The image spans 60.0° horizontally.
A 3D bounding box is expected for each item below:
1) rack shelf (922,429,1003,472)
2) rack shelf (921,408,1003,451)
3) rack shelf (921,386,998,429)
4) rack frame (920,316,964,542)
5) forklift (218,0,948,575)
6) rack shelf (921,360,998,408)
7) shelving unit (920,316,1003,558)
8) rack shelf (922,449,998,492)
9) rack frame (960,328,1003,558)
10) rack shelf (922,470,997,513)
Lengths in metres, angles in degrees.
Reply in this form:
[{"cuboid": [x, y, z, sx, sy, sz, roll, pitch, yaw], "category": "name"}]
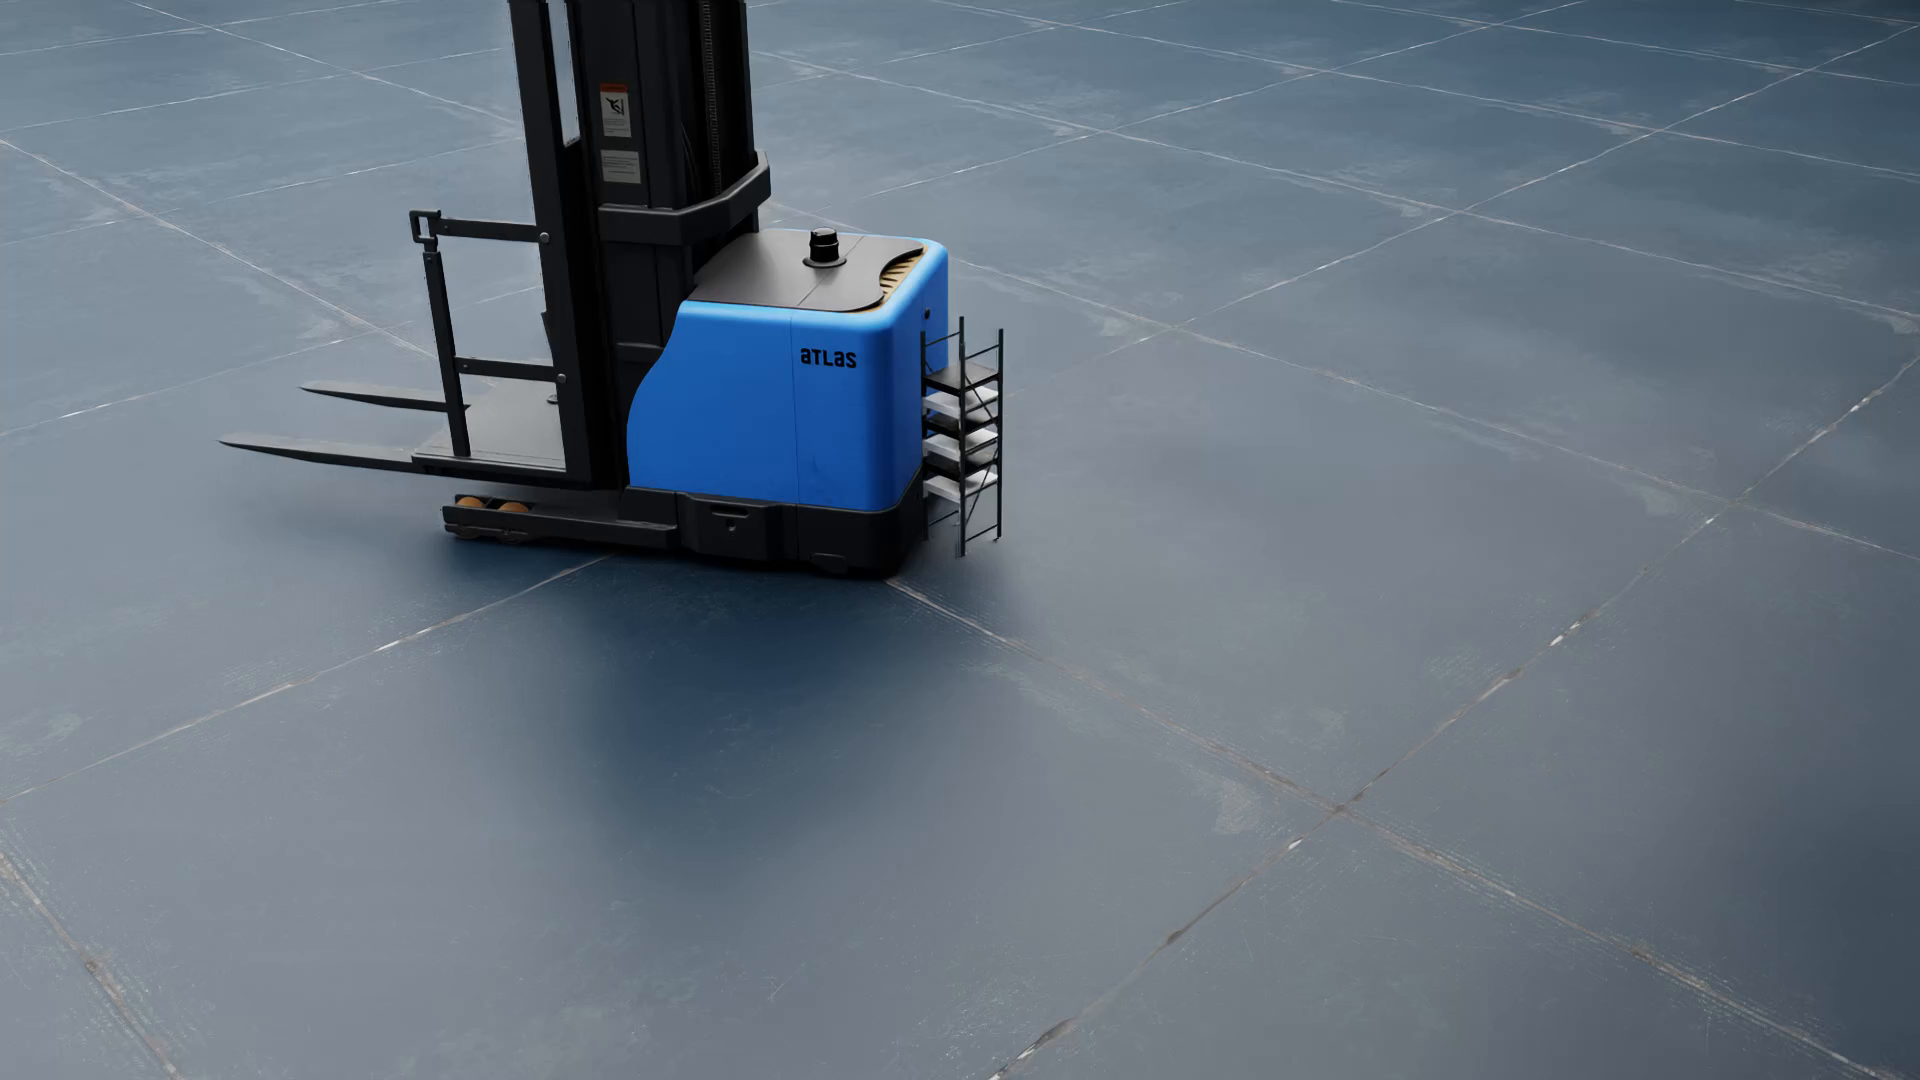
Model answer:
[{"cuboid": [0.009, -0.372, 6.561, 0.200, 0.077, 0.258, 23, 36, 36], "category": "rack shelf"}, {"cuboid": [0.009, -0.452, 6.519, 0.200, 0.077, 0.258, 23, 36, 36], "category": "rack shelf"}, {"cuboid": [0.009, -0.531, 6.477, 0.200, 0.077, 0.258, 23, 36, 36], "category": "rack shelf"}, {"cuboid": [-0.066, -0.433, 6.606, 0.006, 0.900, 0.240, 23, 36, 36], "category": "rack frame"}, {"cuboid": [-1.608, -1.512, 6.475, 3.031, 2.935, 1.130, 6, 28, 12], "category": "forklift"}, {"cuboid": [0.008, -0.611, 6.435, 0.200, 0.077, 0.258, 23, 36, 36], "category": "rack shelf"}, {"cuboid": [0.009, -0.402, 6.546, 0.210, 0.900, 0.258, 23, 36, 36], "category": "shelving unit"}, {"cuboid": [0.009, -0.293, 6.603, 0.200, 0.077, 0.258, 23, 36, 36], "category": "rack shelf"}, {"cuboid": [0.084, -0.370, 6.485, 0.006, 0.900, 0.240, 23, 36, 36], "category": "rack frame"}, {"cuboid": [0.010, -0.213, 6.645, 0.200, 0.077, 0.258, 23, 36, 36], "category": "rack shelf"}]
